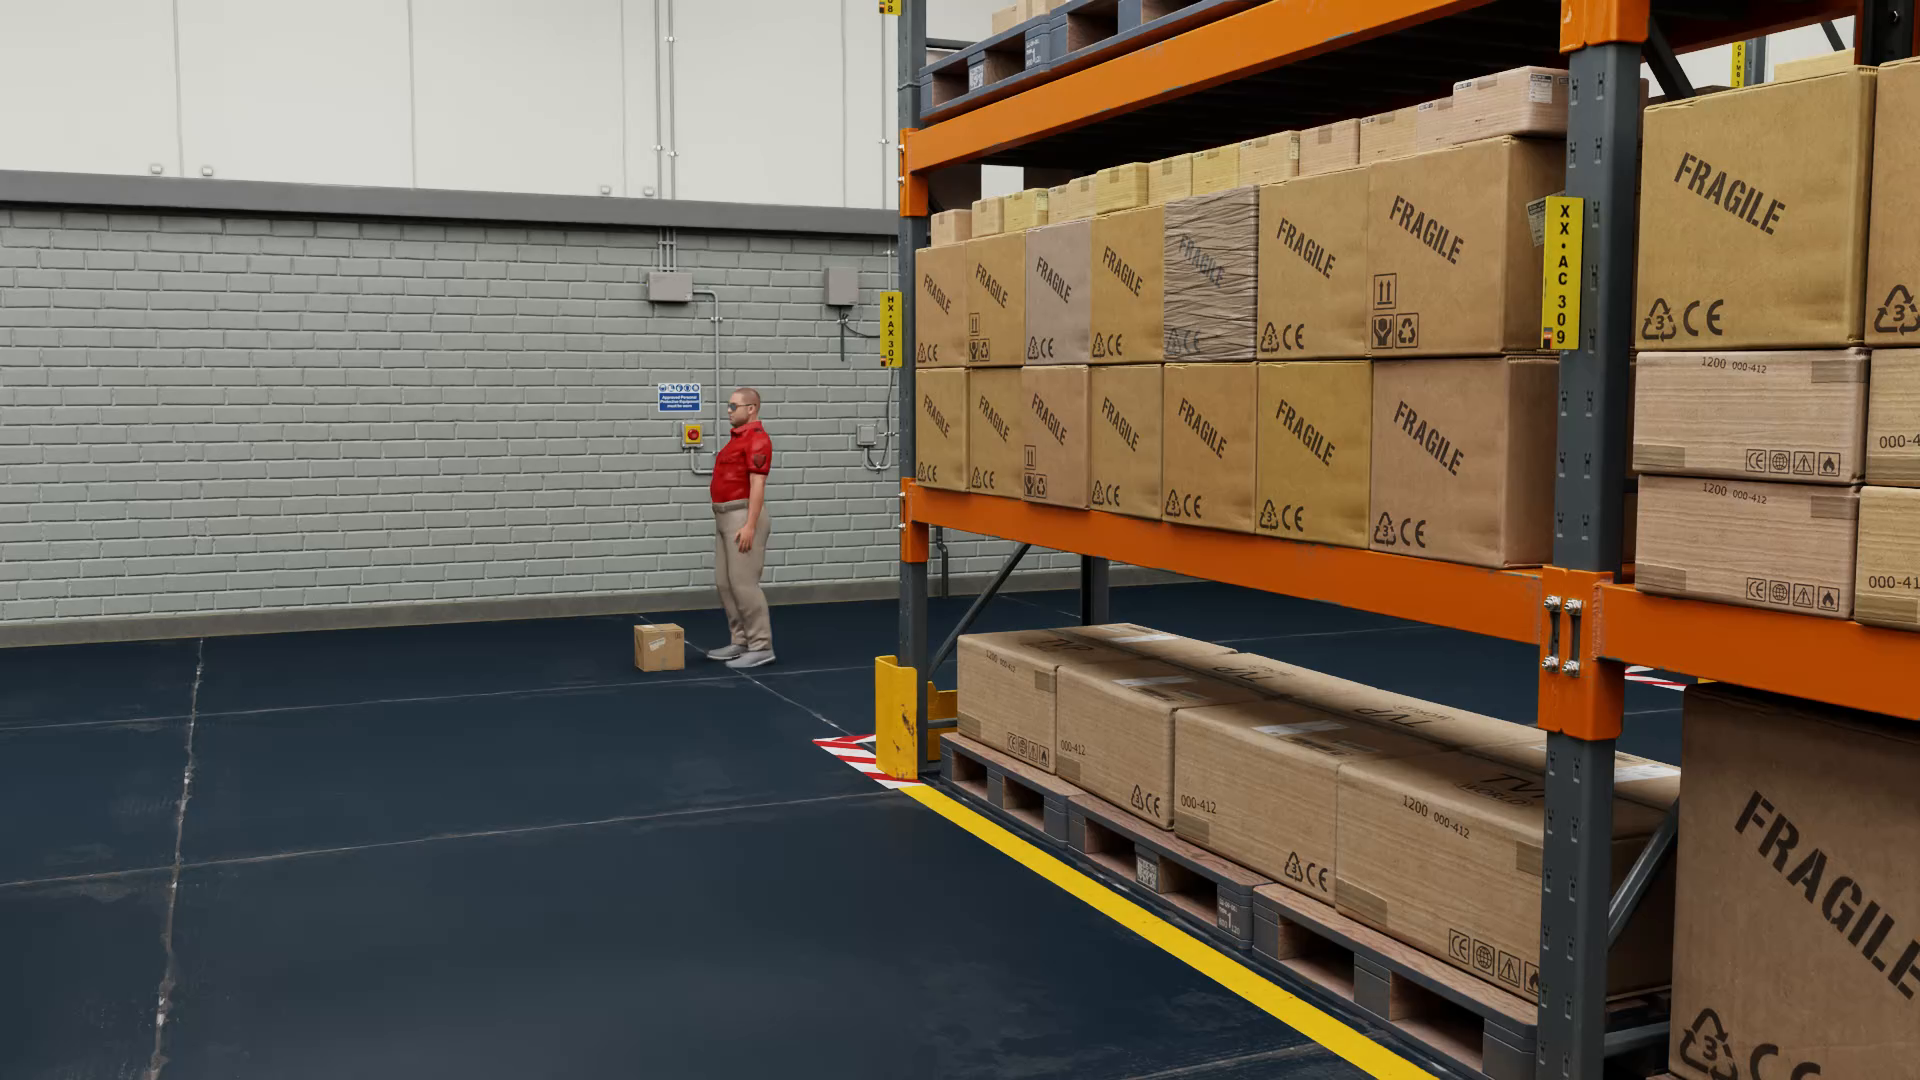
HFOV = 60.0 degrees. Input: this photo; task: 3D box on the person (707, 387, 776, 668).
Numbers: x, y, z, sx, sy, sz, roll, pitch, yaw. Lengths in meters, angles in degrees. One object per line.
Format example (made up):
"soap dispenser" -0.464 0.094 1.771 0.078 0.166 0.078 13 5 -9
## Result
"person" -1.369 -0.078 10.338 0.359 1.738 0.529 -2 6 -23
